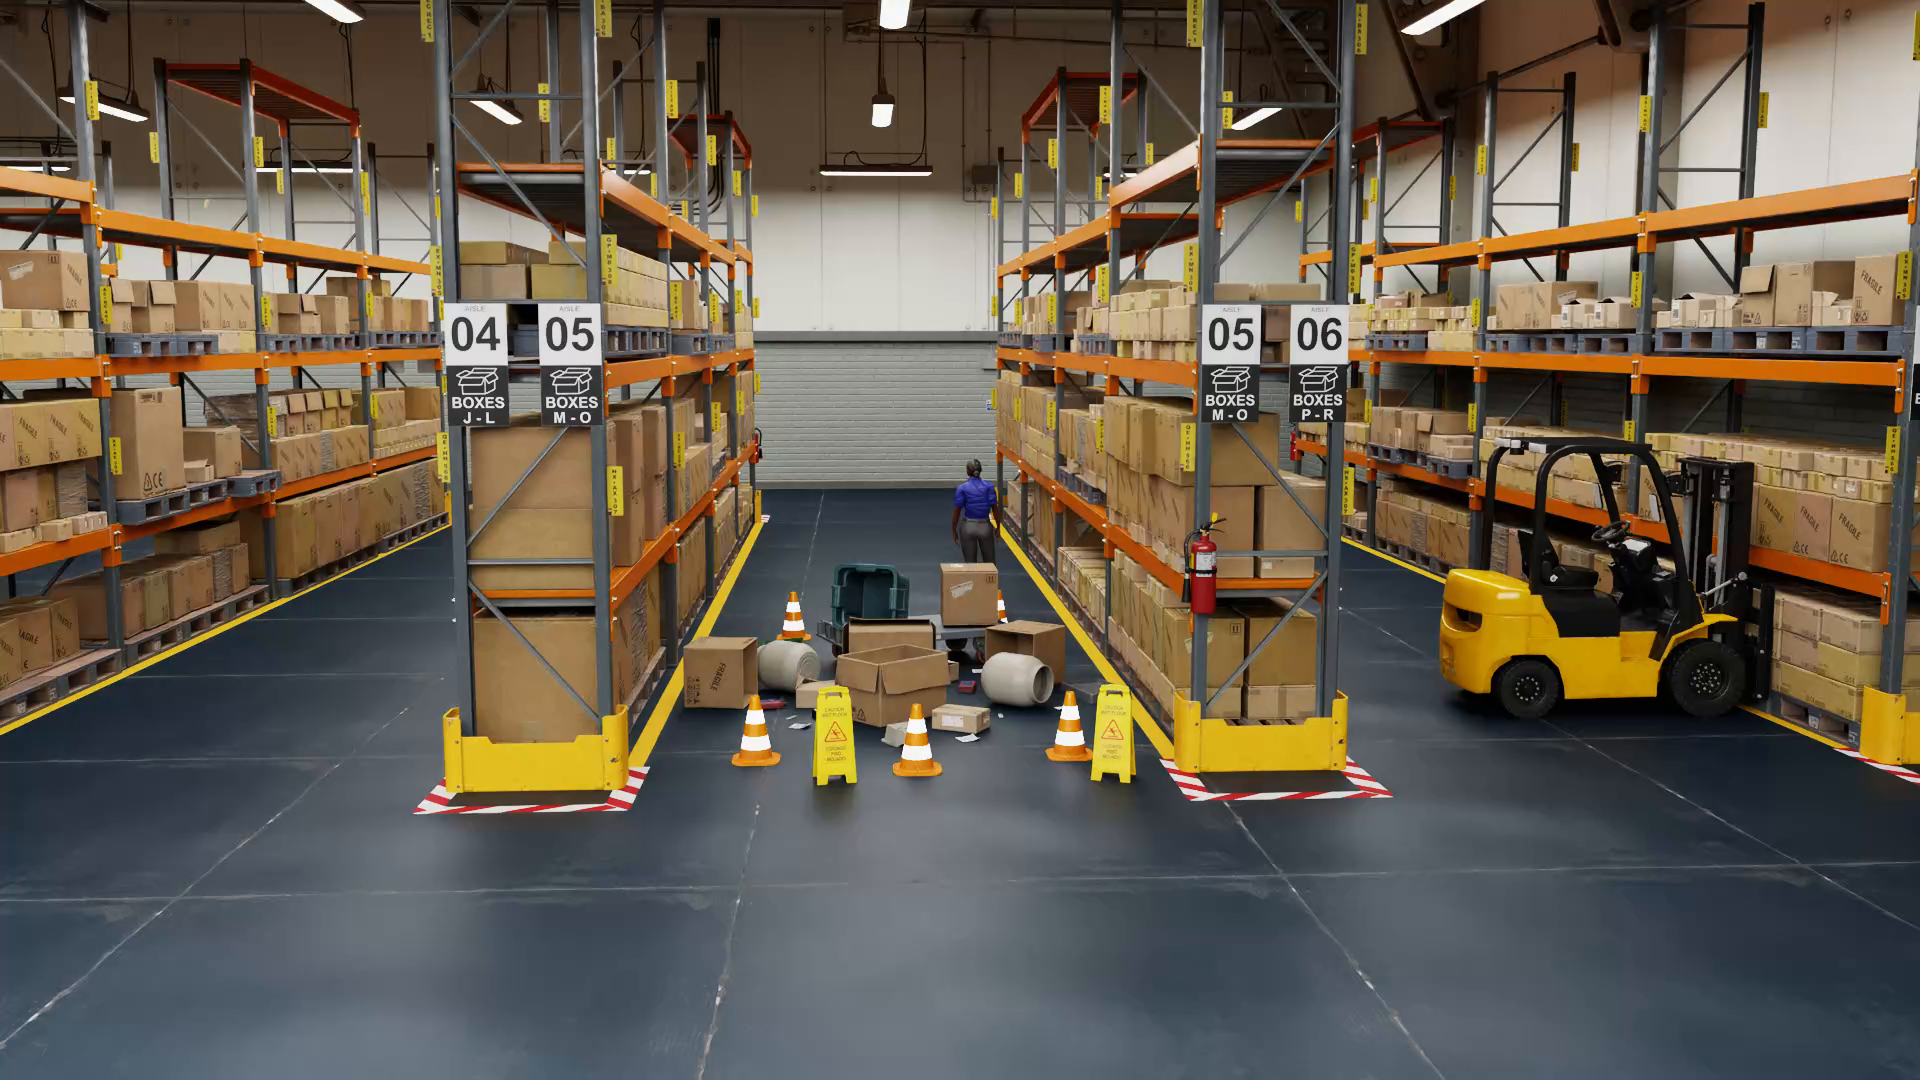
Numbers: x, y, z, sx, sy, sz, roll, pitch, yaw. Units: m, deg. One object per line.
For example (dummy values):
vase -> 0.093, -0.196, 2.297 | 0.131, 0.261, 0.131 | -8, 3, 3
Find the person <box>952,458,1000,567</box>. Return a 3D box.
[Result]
person -> 0.192, -0.089, 18.436 | 0.570, 1.657, 0.502 | 0, 7, -4
